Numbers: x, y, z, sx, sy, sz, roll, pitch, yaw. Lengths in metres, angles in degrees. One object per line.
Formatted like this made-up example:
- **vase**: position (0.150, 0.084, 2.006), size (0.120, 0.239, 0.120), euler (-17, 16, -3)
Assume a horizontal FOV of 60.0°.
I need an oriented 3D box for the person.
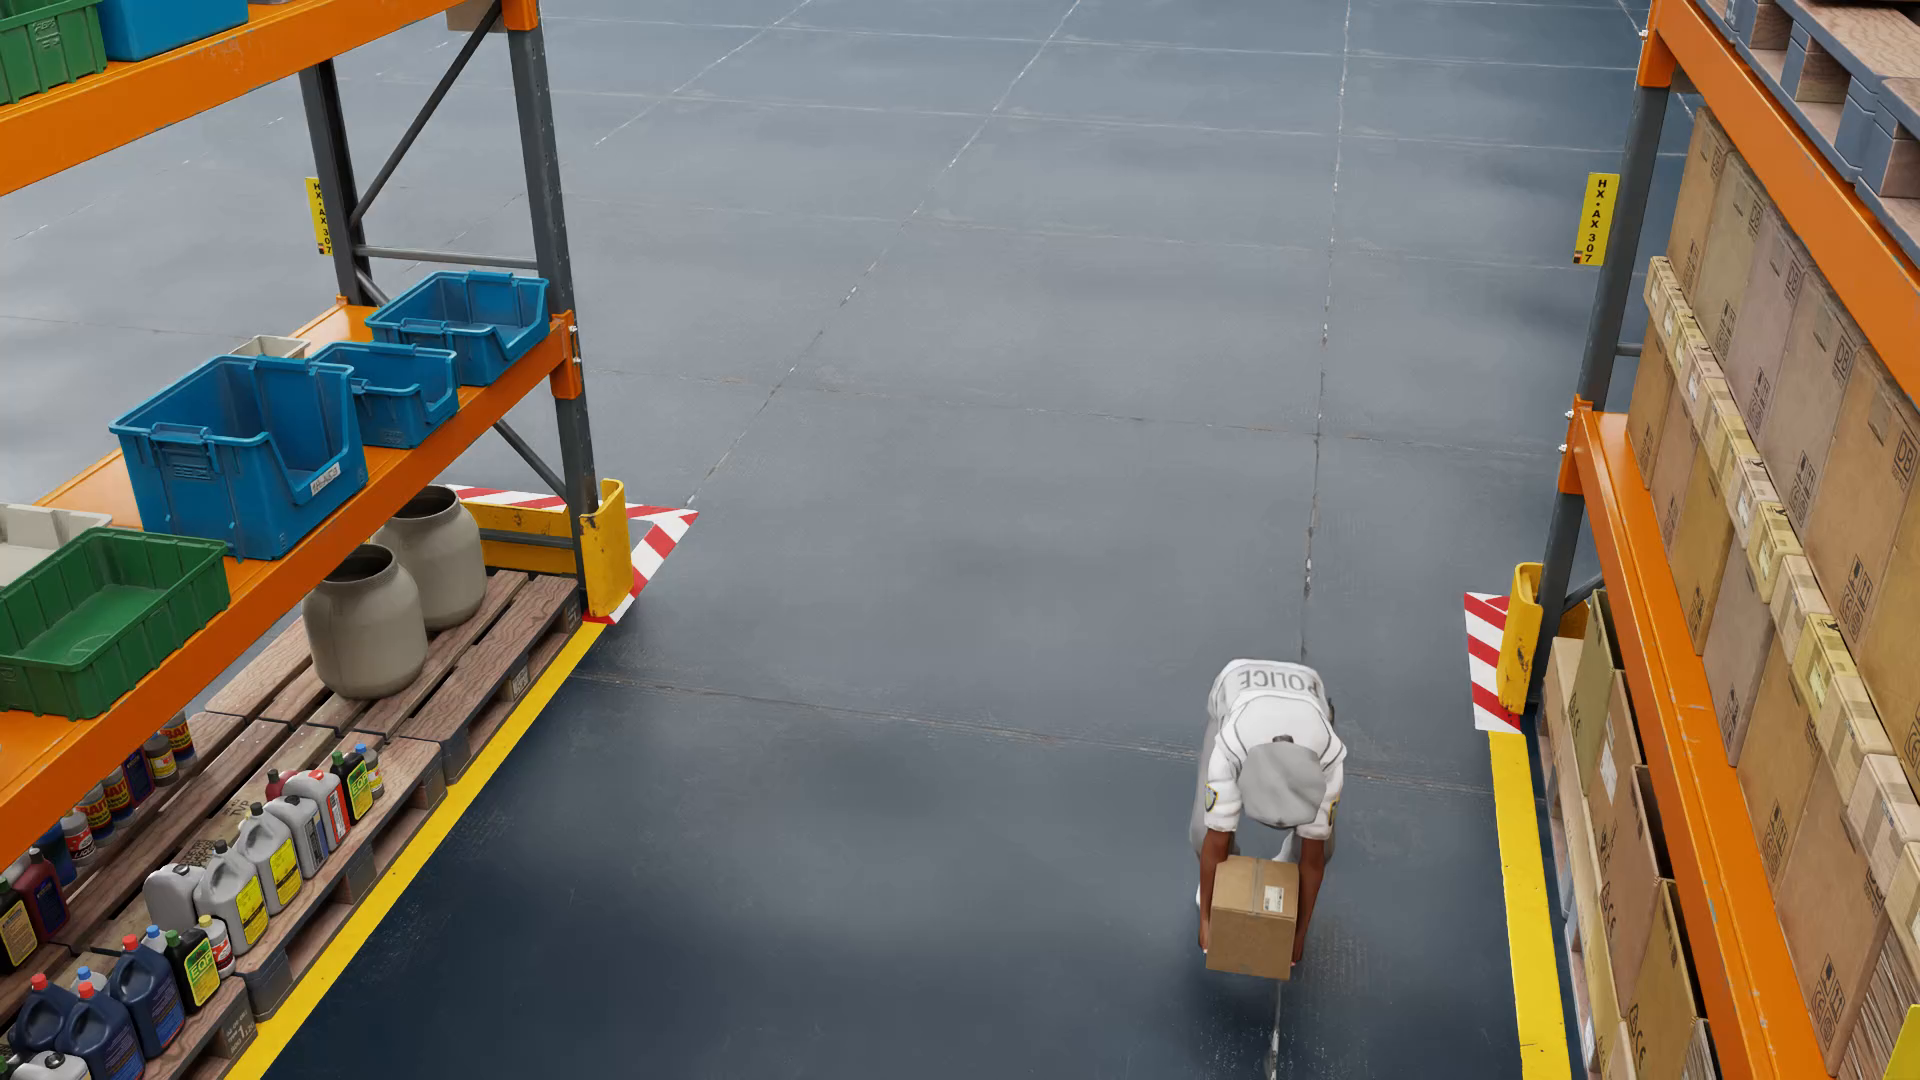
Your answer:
- **person**: position (0.961, 0.868, 5.254), size (0.455, 0.993, 0.930), euler (5, 29, 8)
